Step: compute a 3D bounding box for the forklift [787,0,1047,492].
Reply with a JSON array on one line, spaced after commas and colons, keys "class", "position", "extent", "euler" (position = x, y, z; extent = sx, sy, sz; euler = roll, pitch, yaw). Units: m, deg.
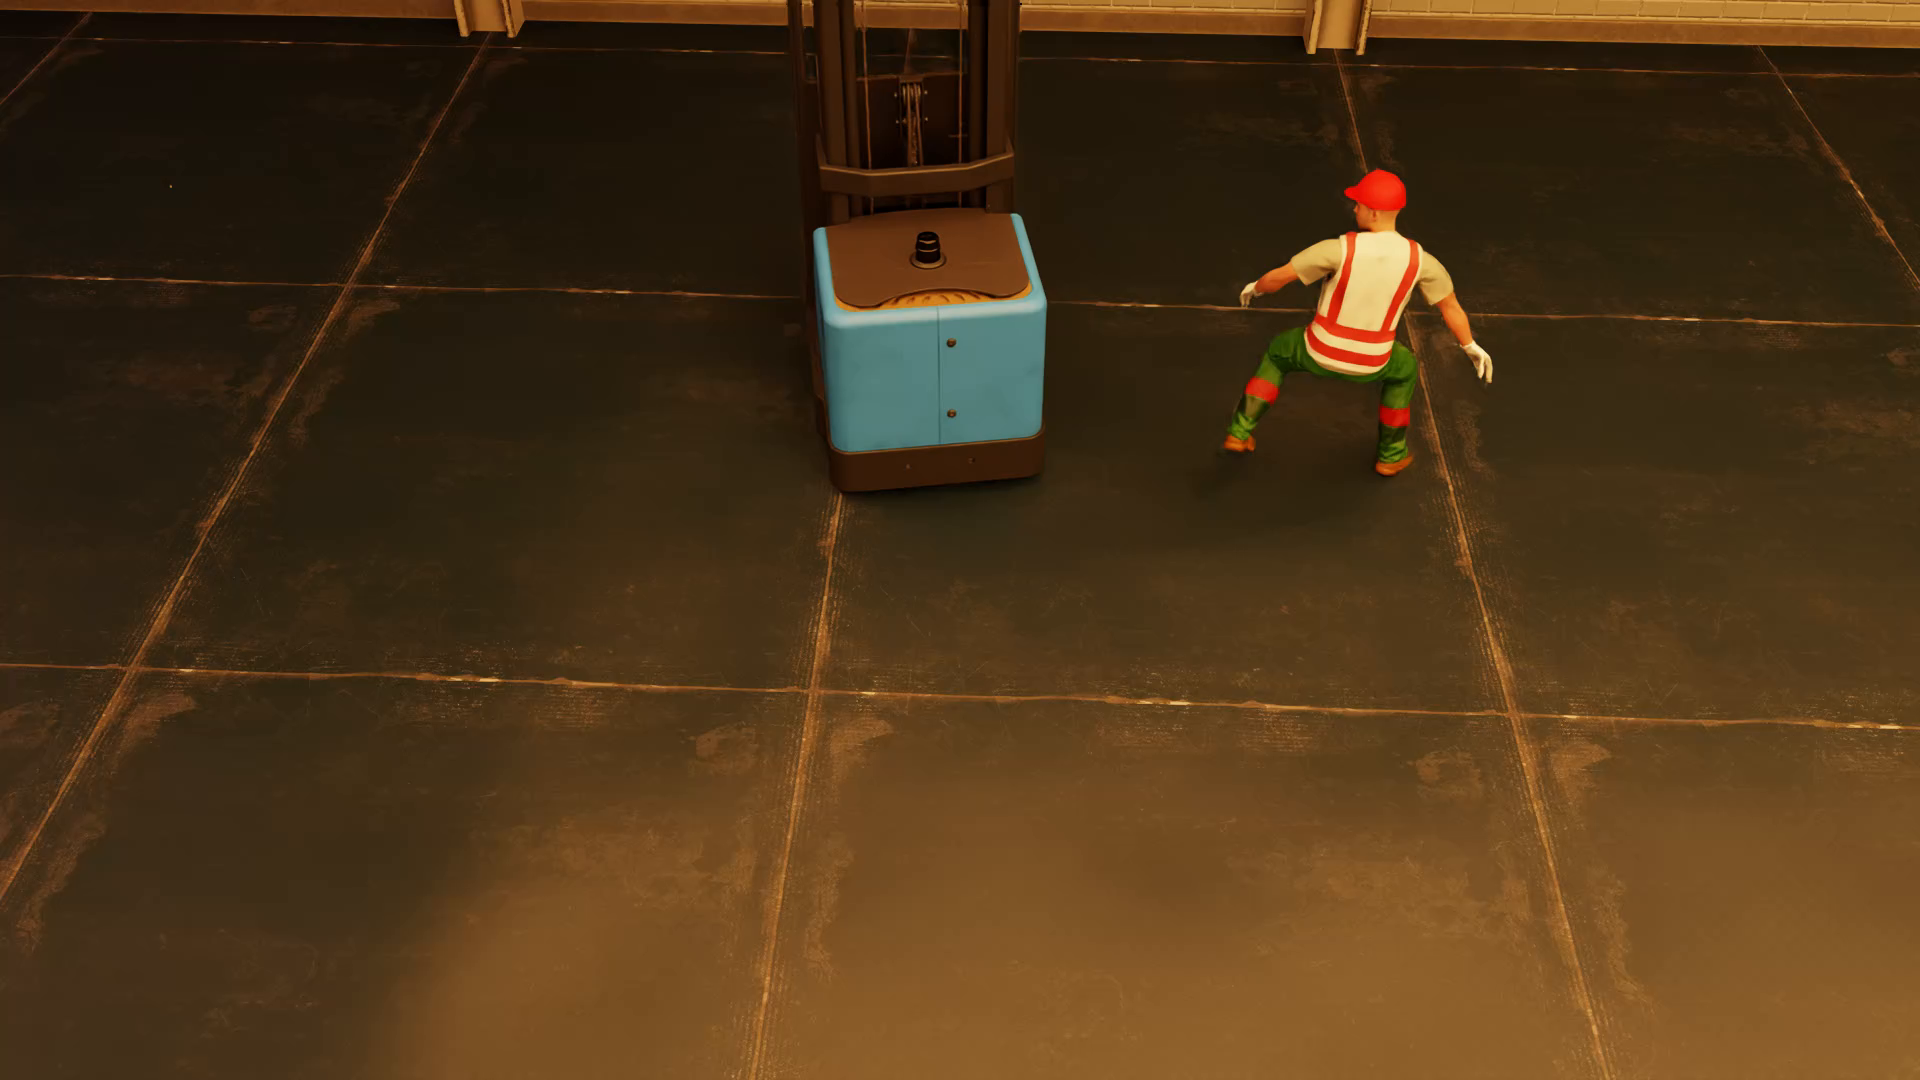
[{"class": "forklift", "position": [-0.296, -2.310, 8.273], "extent": [1.130, 2.935, 3.031], "euler": [-5, 43, -6]}]

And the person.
[{"class": "person", "position": [1.891, -0.940, 7.787], "extent": [1.189, 1.663, 0.511], "euler": [8, 43, 9]}]
